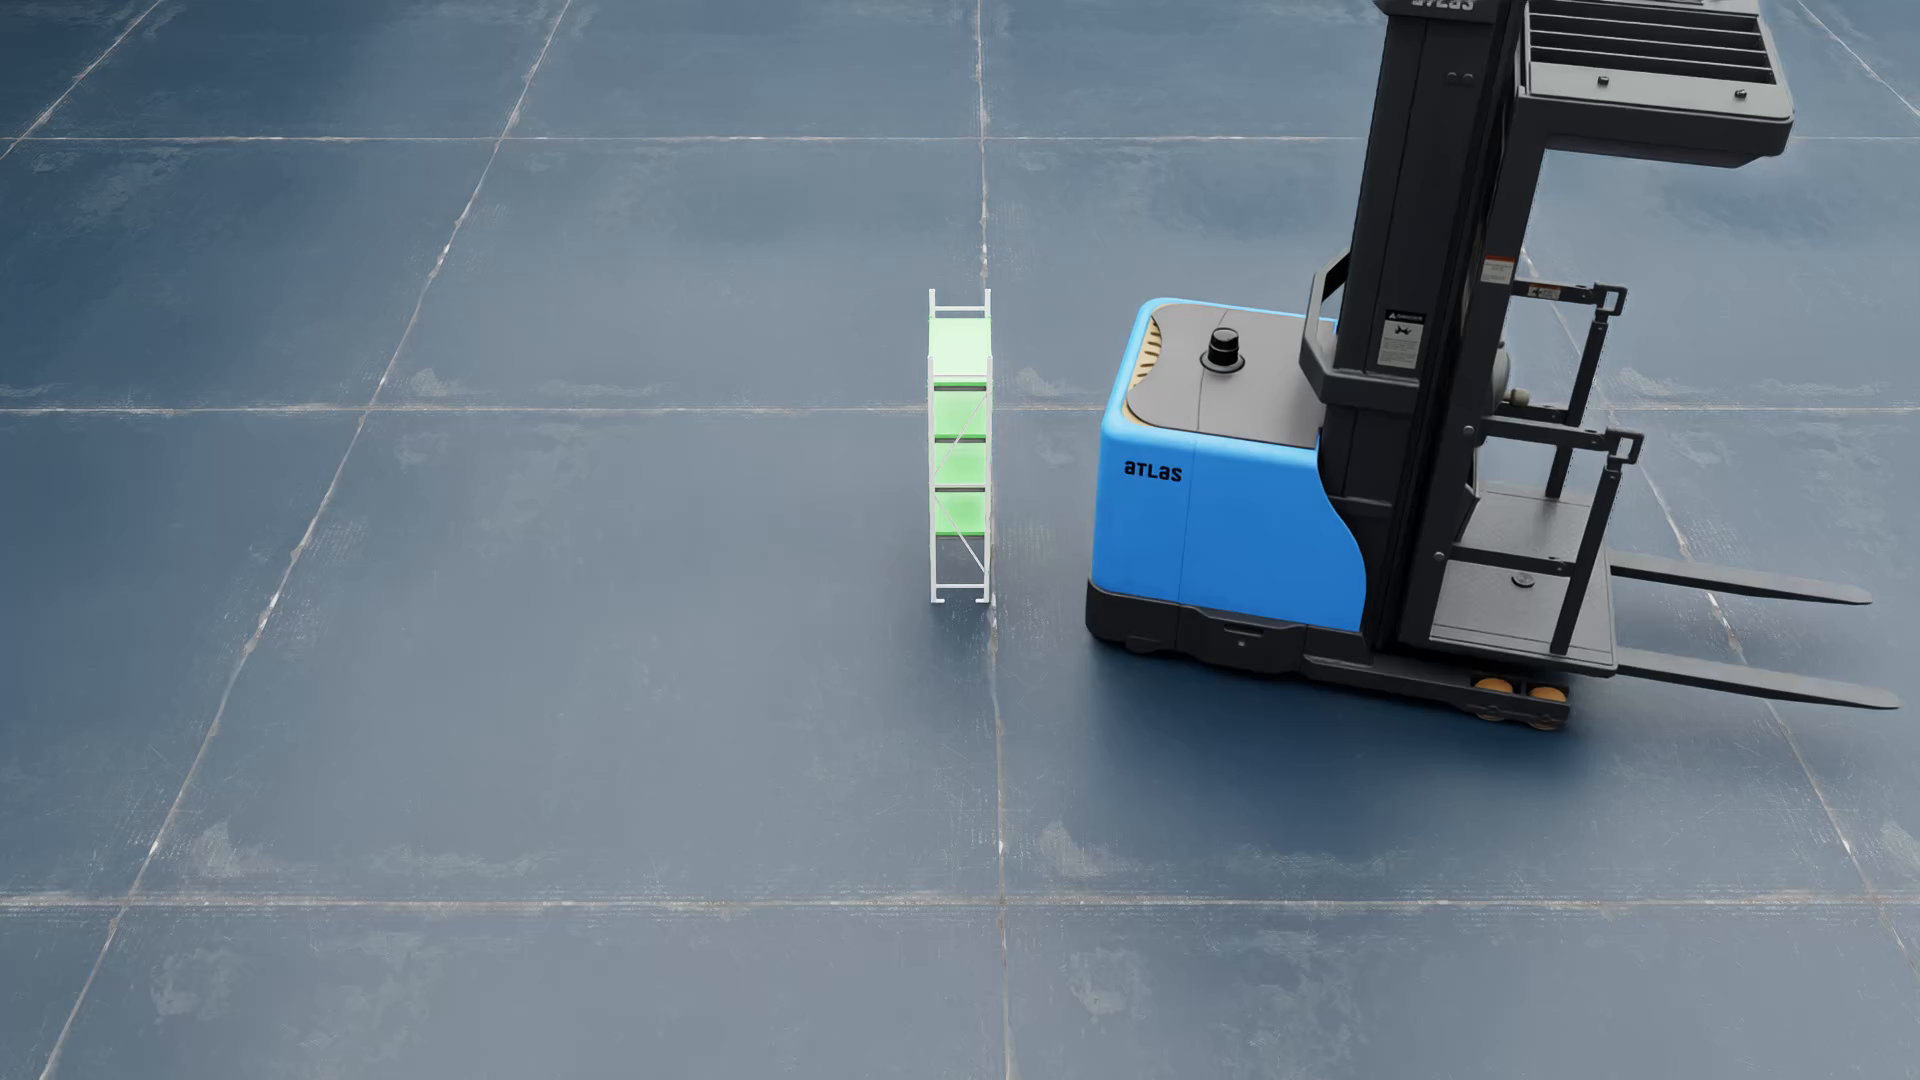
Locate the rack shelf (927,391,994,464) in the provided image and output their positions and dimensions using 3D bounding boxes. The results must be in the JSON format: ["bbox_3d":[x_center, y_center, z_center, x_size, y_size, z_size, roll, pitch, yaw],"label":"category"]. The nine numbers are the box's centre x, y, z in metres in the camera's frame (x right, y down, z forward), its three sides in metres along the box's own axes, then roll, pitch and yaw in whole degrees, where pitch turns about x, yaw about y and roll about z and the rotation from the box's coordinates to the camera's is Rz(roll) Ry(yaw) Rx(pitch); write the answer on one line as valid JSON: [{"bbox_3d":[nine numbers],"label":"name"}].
[{"bbox_3d":[0.000,-0.502,6.635,0.258,0.148,0.480,0,39,0],"label":"rack shelf"}]

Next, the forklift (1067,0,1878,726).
[{"bbox_3d":[2.007,-0.801,5.906,3.031,2.935,1.130,9,40,11],"label":"forklift"}]

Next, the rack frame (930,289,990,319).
[{"bbox_3d":[0.000,-0.517,6.936,0.240,1.200,0.015,0,39,0],"label":"rack frame"}]

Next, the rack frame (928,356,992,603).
[{"bbox_3d":[0.000,-0.212,6.555,0.240,1.200,0.015,0,39,0],"label":"rack frame"}]

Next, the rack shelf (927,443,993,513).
[{"bbox_3d":[0.000,-0.315,6.786,0.258,0.148,0.480,0,39,0],"label":"rack shelf"}]

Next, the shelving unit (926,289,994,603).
[{"bbox_3d":[0.000,-0.365,6.746,0.258,1.200,0.503,0,39,0],"label":"shelving unit"}]

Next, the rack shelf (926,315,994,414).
[{"bbox_3d":[0.000,-0.689,6.485,0.258,0.148,0.480,0,39,0],"label":"rack shelf"}]

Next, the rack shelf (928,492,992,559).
[{"bbox_3d":[0.000,-0.128,6.936,0.258,0.148,0.480,0,39,0],"label":"rack shelf"}]
